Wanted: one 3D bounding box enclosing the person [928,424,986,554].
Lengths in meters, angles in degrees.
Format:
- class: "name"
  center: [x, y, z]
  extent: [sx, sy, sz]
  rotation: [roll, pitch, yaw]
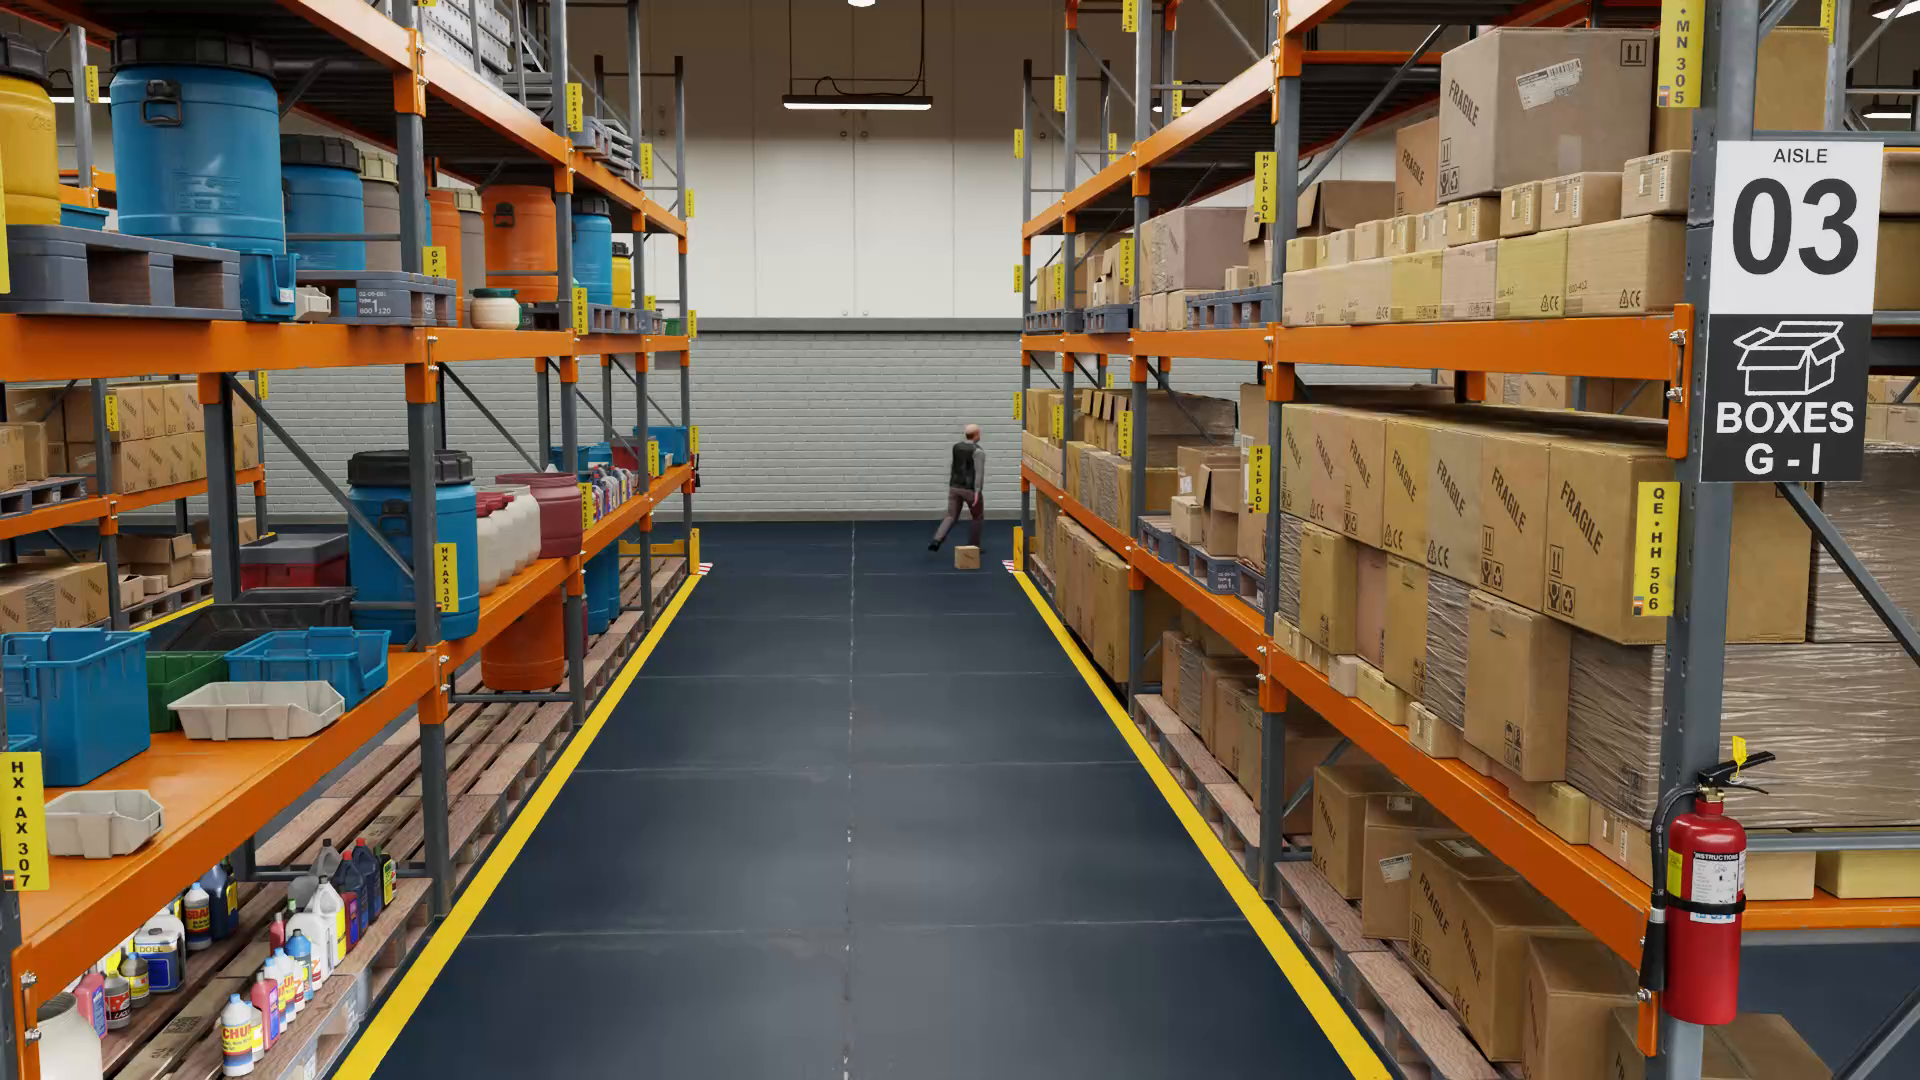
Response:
- class: "person"
  center: [0.025, -0.616, 21.059]
  extent: [0.621, 1.696, 0.870]
  rotation: [5, 9, 37]
